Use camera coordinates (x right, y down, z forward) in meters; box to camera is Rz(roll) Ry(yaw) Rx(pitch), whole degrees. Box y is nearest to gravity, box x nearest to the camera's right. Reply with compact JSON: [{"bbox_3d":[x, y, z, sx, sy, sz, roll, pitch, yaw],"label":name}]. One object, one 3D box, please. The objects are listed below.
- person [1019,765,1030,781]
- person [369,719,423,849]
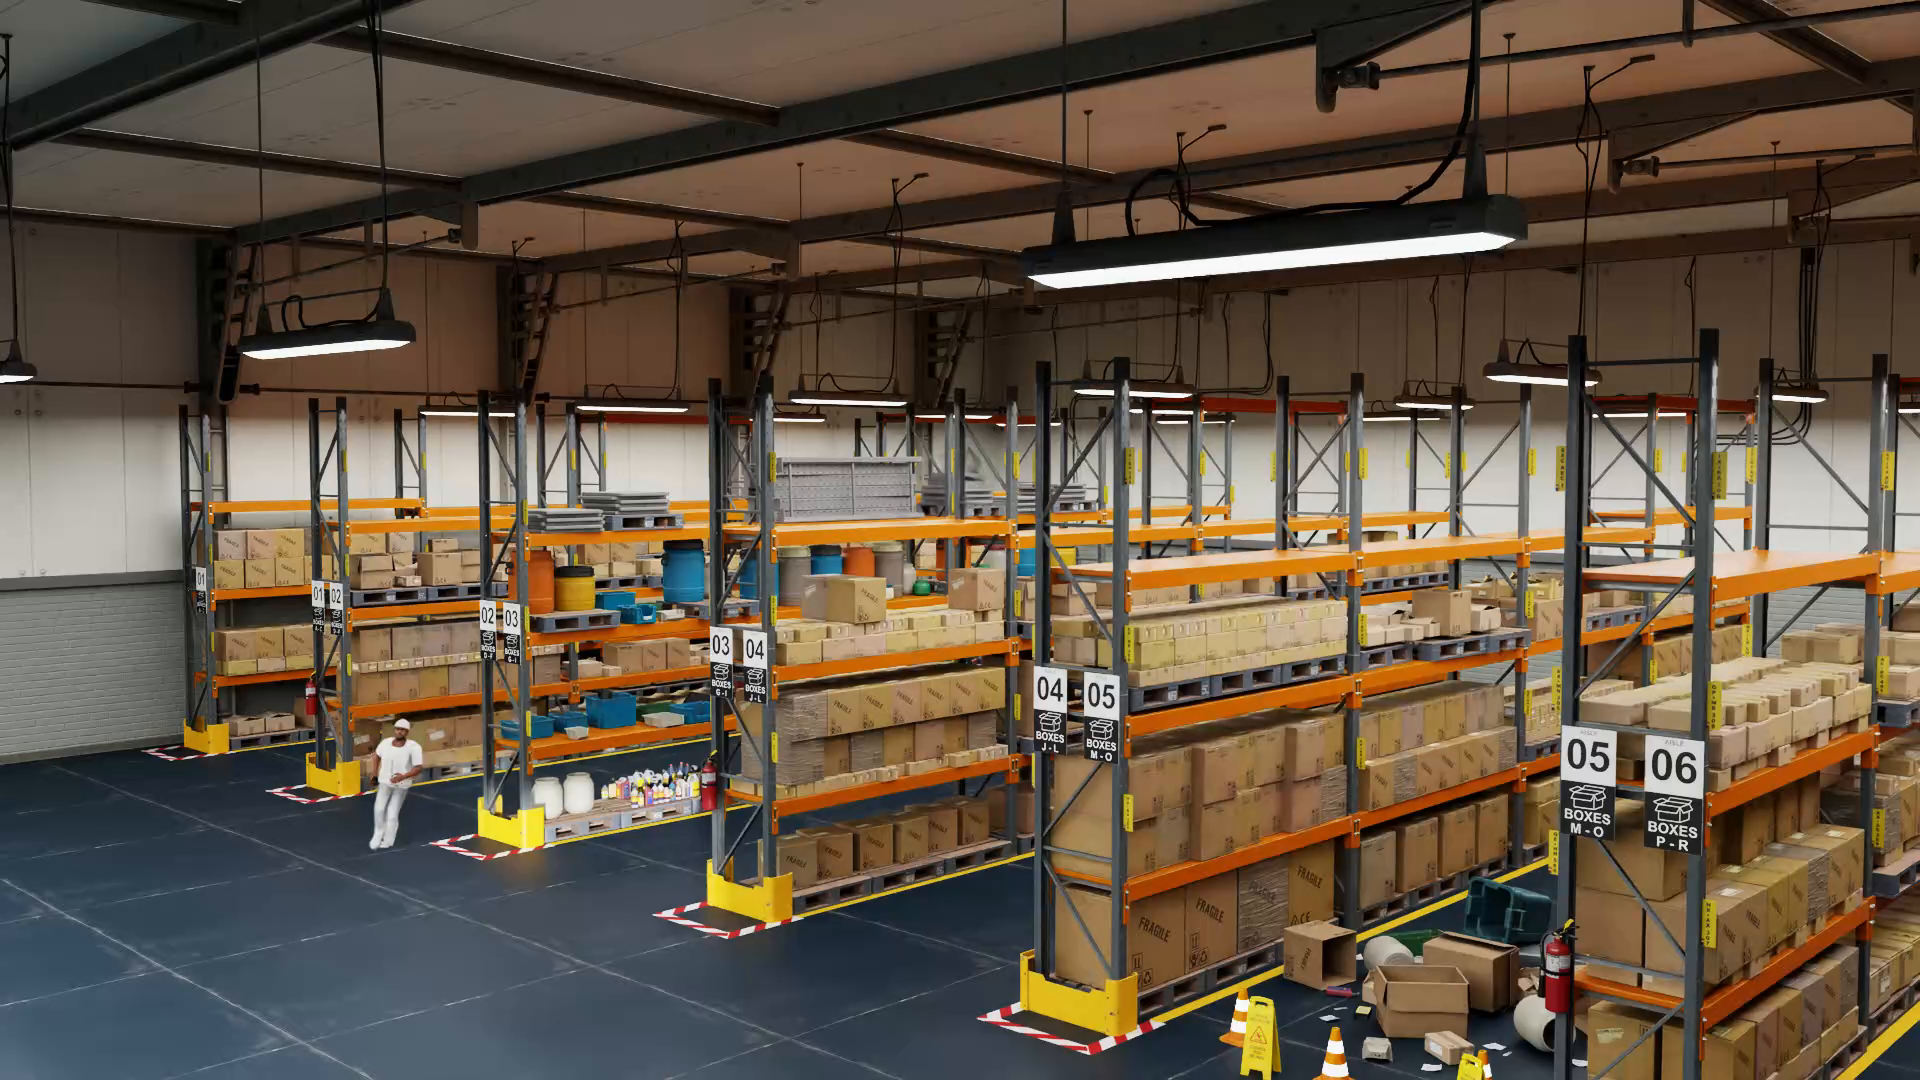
[{"bbox_3d":[0.906,2.983,25.508,0.652,1.676,0.569,2,3,29],"label":"person"},{"bbox_3d":[-7.314,3.163,21.498,0.721,1.700,0.650,0,3,-4],"label":"person"}]
